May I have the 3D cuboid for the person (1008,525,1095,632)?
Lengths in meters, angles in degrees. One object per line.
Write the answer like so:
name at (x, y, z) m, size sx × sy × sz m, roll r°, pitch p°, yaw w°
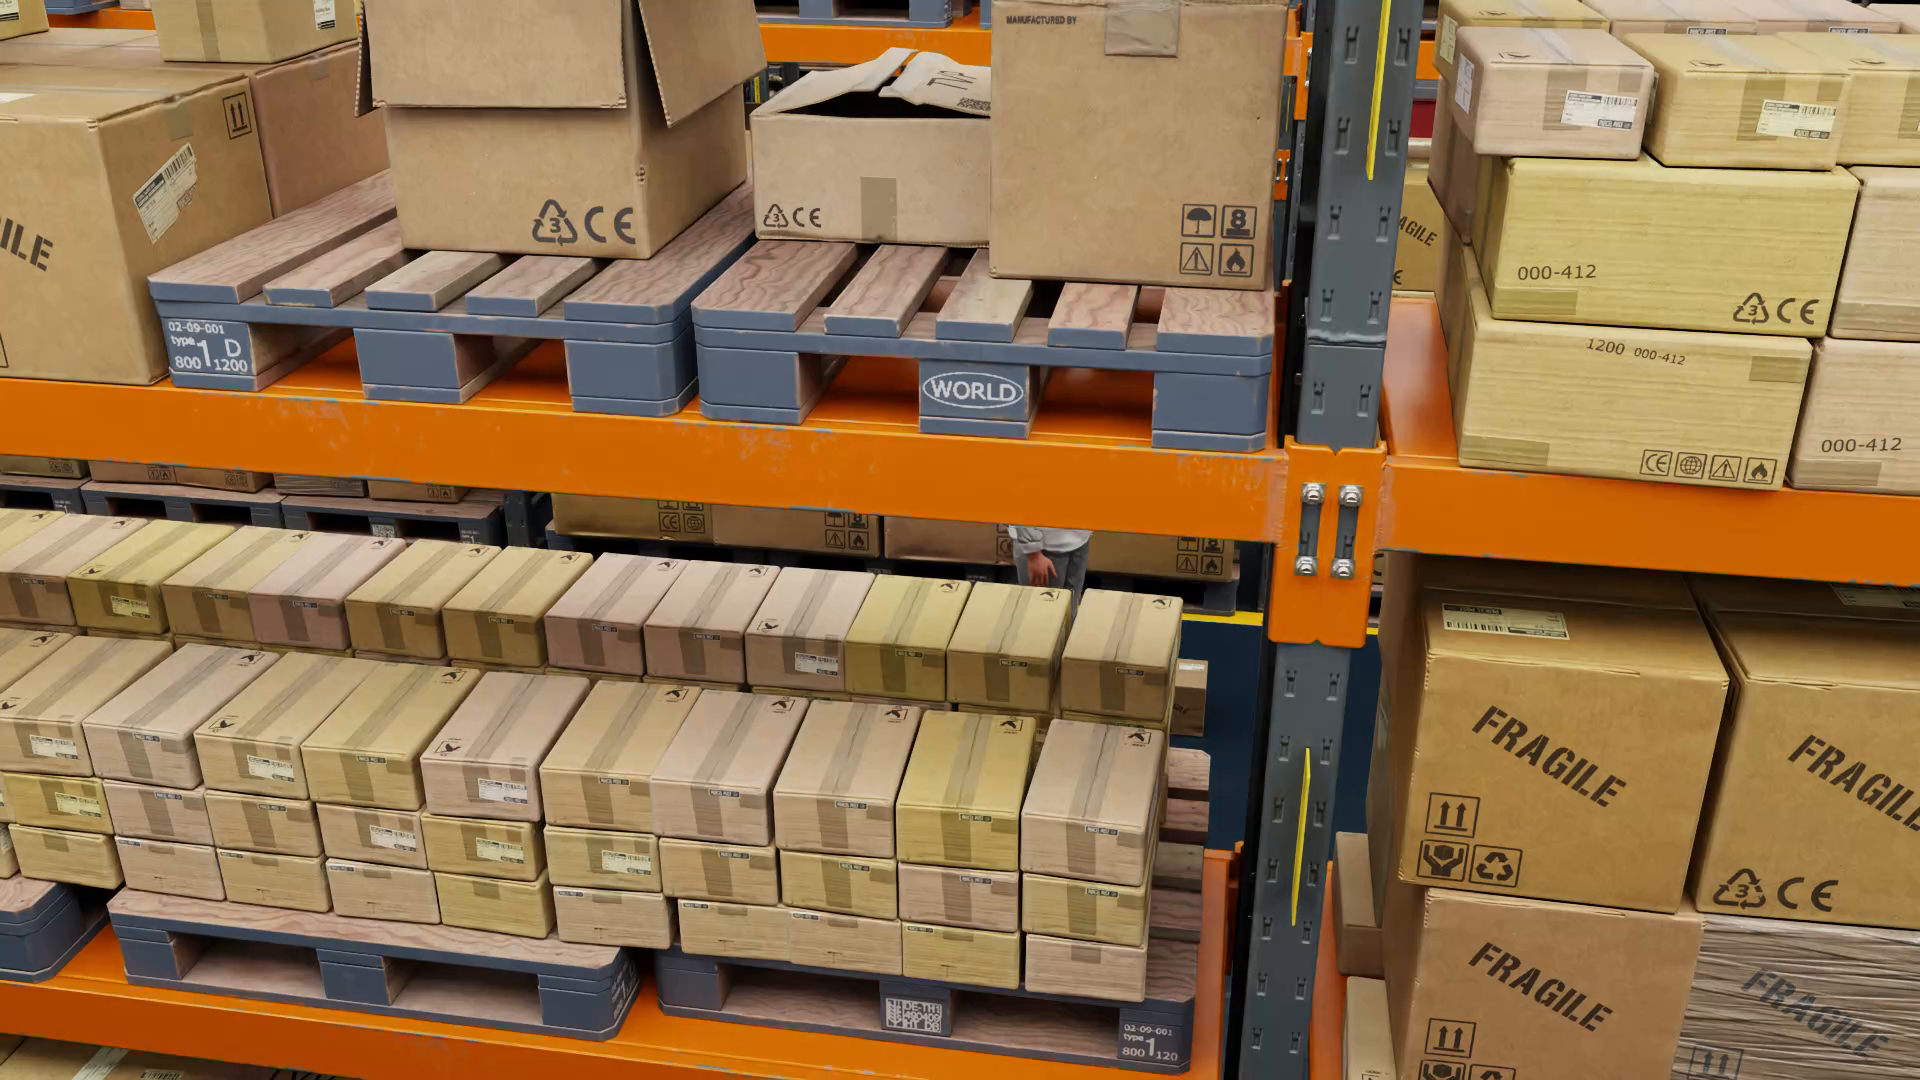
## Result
person at (0.380, -0.028, 7.104) m, size 0.402 × 1.769 × 0.581 m, roll 11°, pitch 27°, yaw 22°
